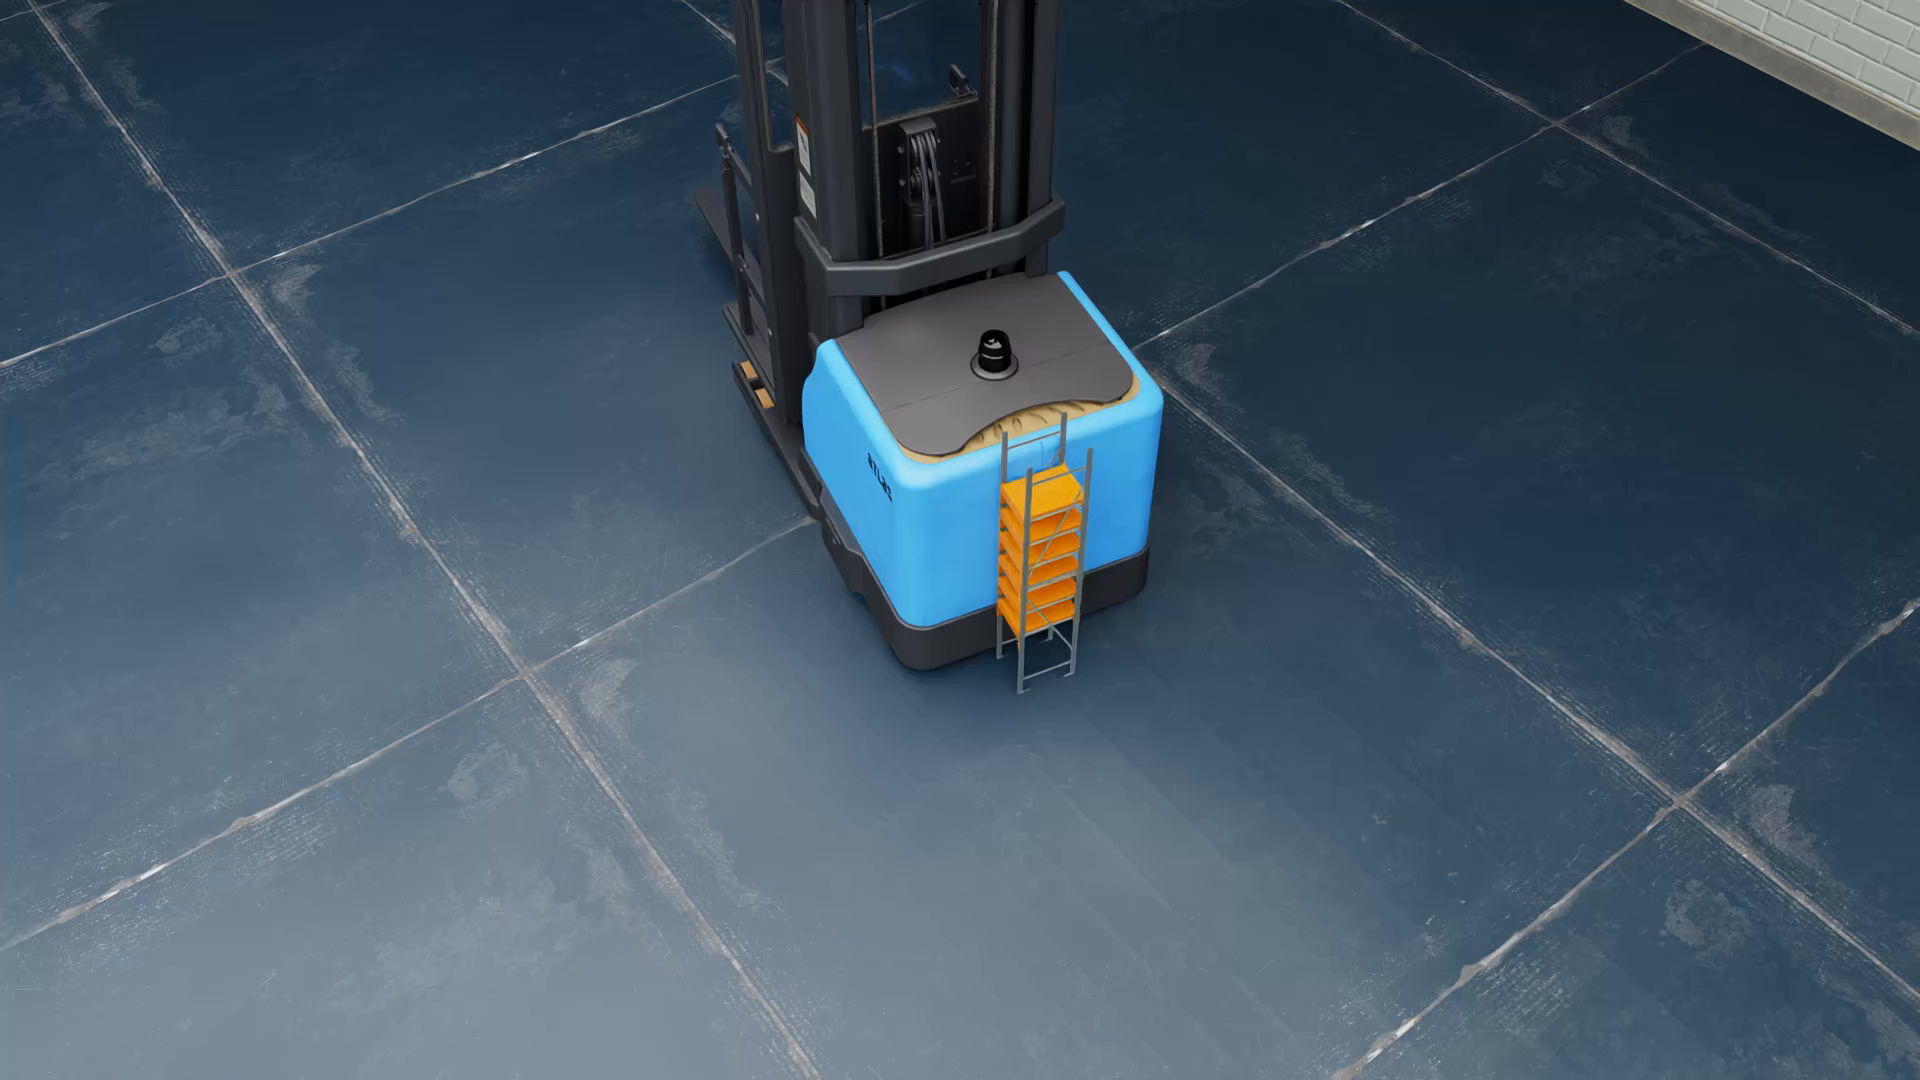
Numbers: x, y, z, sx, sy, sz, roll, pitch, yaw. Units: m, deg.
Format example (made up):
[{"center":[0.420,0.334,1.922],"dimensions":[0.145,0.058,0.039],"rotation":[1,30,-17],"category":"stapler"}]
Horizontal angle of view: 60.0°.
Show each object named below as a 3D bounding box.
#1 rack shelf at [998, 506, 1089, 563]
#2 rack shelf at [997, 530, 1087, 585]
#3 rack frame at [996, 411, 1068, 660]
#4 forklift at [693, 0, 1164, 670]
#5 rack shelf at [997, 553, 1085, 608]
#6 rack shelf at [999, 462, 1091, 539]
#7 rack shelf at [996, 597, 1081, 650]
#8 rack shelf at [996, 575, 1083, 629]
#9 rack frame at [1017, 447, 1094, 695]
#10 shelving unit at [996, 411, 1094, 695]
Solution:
[{"center":[0.286,-0.055,5.725],"dimensions":[0.258,0.103,0.180],"rotation":[-19,51,-16],"category":"rack shelf"},{"center":[0.286,0.026,5.814],"dimensions":[0.258,0.103,0.180],"rotation":[-19,51,-16],"category":"rack shelf"},{"center":[0.247,0.015,5.926],"dimensions":[0.240,1.200,0.006],"rotation":[-19,51,-16],"category":"rack frame"},{"center":[-0.344,-1.606,6.226],"dimensions":[1.130,2.935,3.031],"rotation":[-19,51,-16],"category":"forklift"},{"center":[0.286,0.106,5.903],"dimensions":[0.258,0.103,0.180],"rotation":[-19,51,-16],"category":"rack shelf"},{"center":[0.286,-0.136,5.636],"dimensions":[0.258,0.103,0.180],"rotation":[-19,51,-16],"category":"rack shelf"},{"center":[0.286,0.267,6.080],"dimensions":[0.258,0.103,0.180],"rotation":[-19,51,-16],"category":"rack shelf"},{"center":[0.286,0.187,5.992],"dimensions":[0.258,0.103,0.180],"rotation":[-19,51,-16],"category":"rack shelf"},{"center":[0.324,0.138,5.814],"dimensions":[0.240,1.200,0.006],"rotation":[-19,51,-16],"category":"rack frame"},{"center":[0.286,0.076,5.870],"dimensions":[0.258,1.200,0.189],"rotation":[-19,51,-16],"category":"shelving unit"}]
